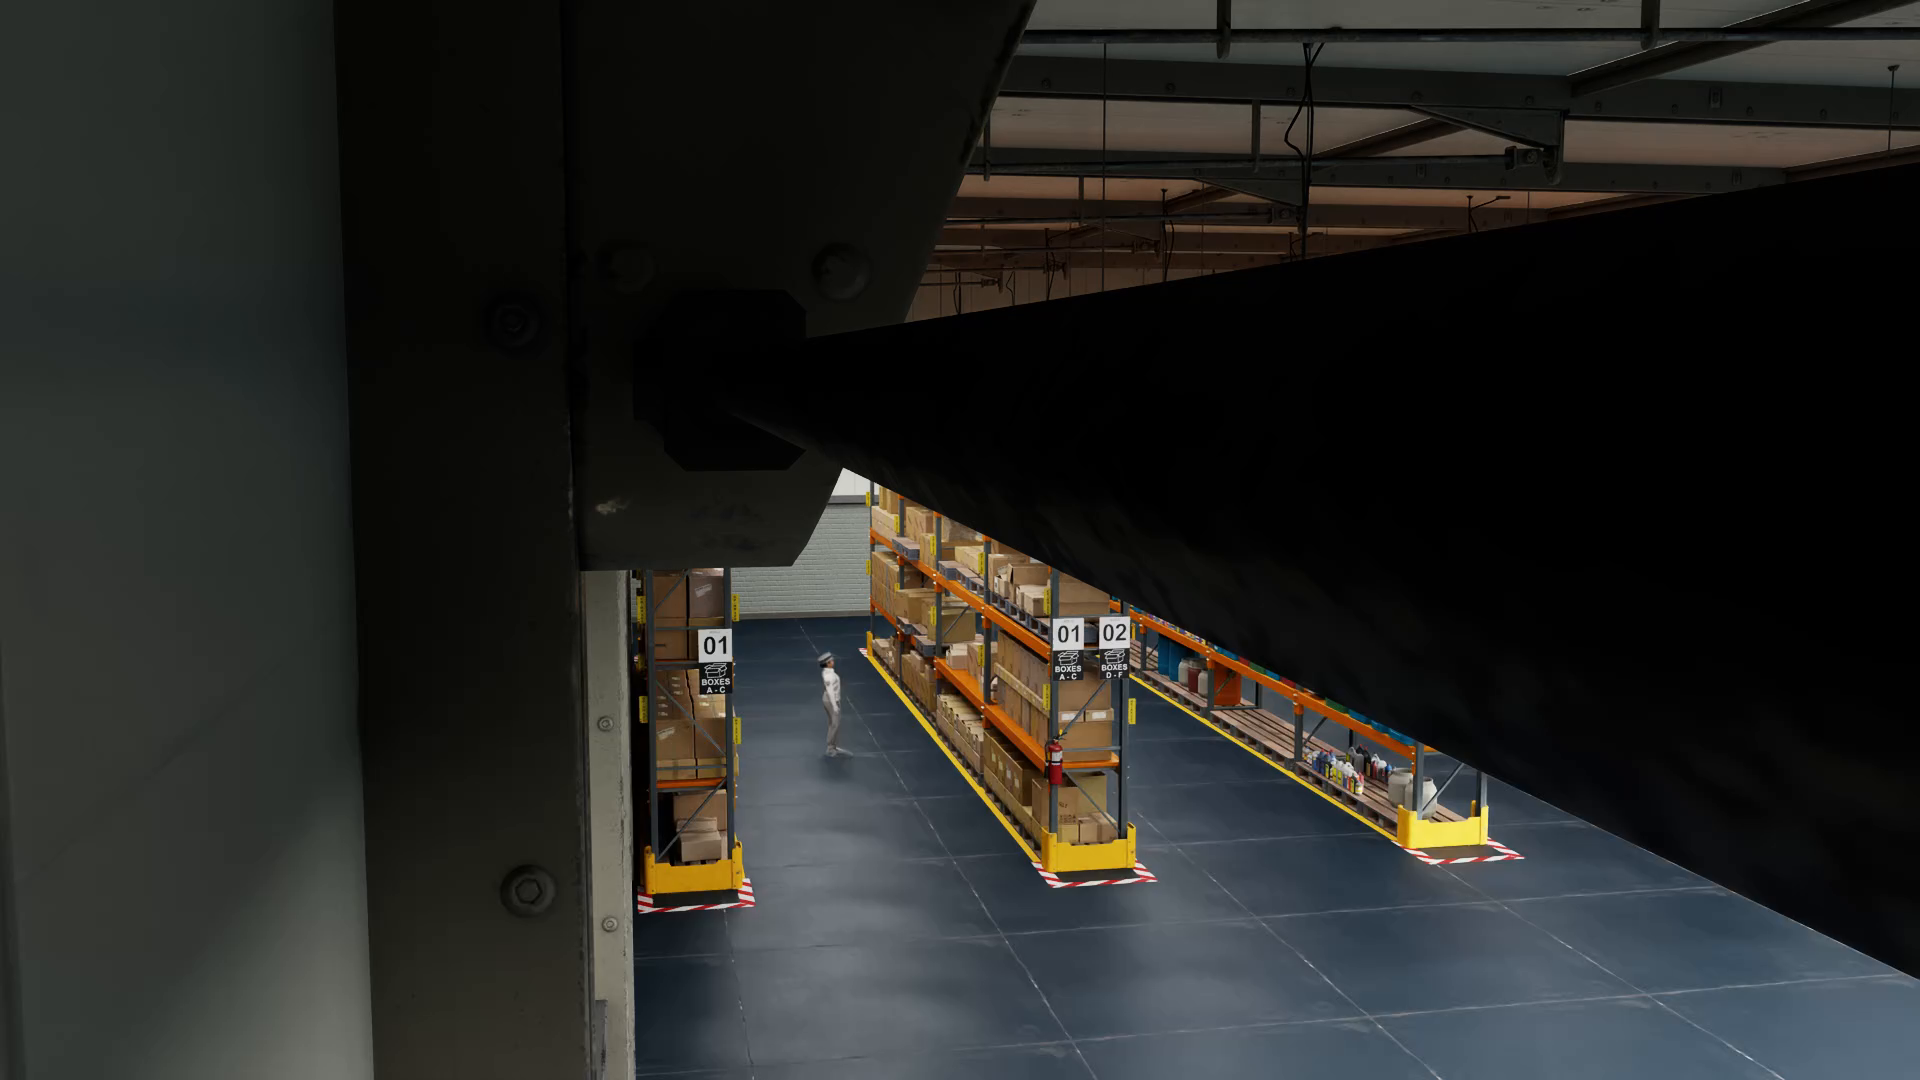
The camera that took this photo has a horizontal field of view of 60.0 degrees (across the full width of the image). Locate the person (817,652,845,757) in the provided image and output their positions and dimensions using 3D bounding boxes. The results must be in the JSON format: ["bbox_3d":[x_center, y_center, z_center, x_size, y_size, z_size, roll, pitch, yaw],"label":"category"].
[{"bbox_3d":[-2.088,2.702,27.241,0.382,1.751,0.568,1,6,6],"label":"person"}]
